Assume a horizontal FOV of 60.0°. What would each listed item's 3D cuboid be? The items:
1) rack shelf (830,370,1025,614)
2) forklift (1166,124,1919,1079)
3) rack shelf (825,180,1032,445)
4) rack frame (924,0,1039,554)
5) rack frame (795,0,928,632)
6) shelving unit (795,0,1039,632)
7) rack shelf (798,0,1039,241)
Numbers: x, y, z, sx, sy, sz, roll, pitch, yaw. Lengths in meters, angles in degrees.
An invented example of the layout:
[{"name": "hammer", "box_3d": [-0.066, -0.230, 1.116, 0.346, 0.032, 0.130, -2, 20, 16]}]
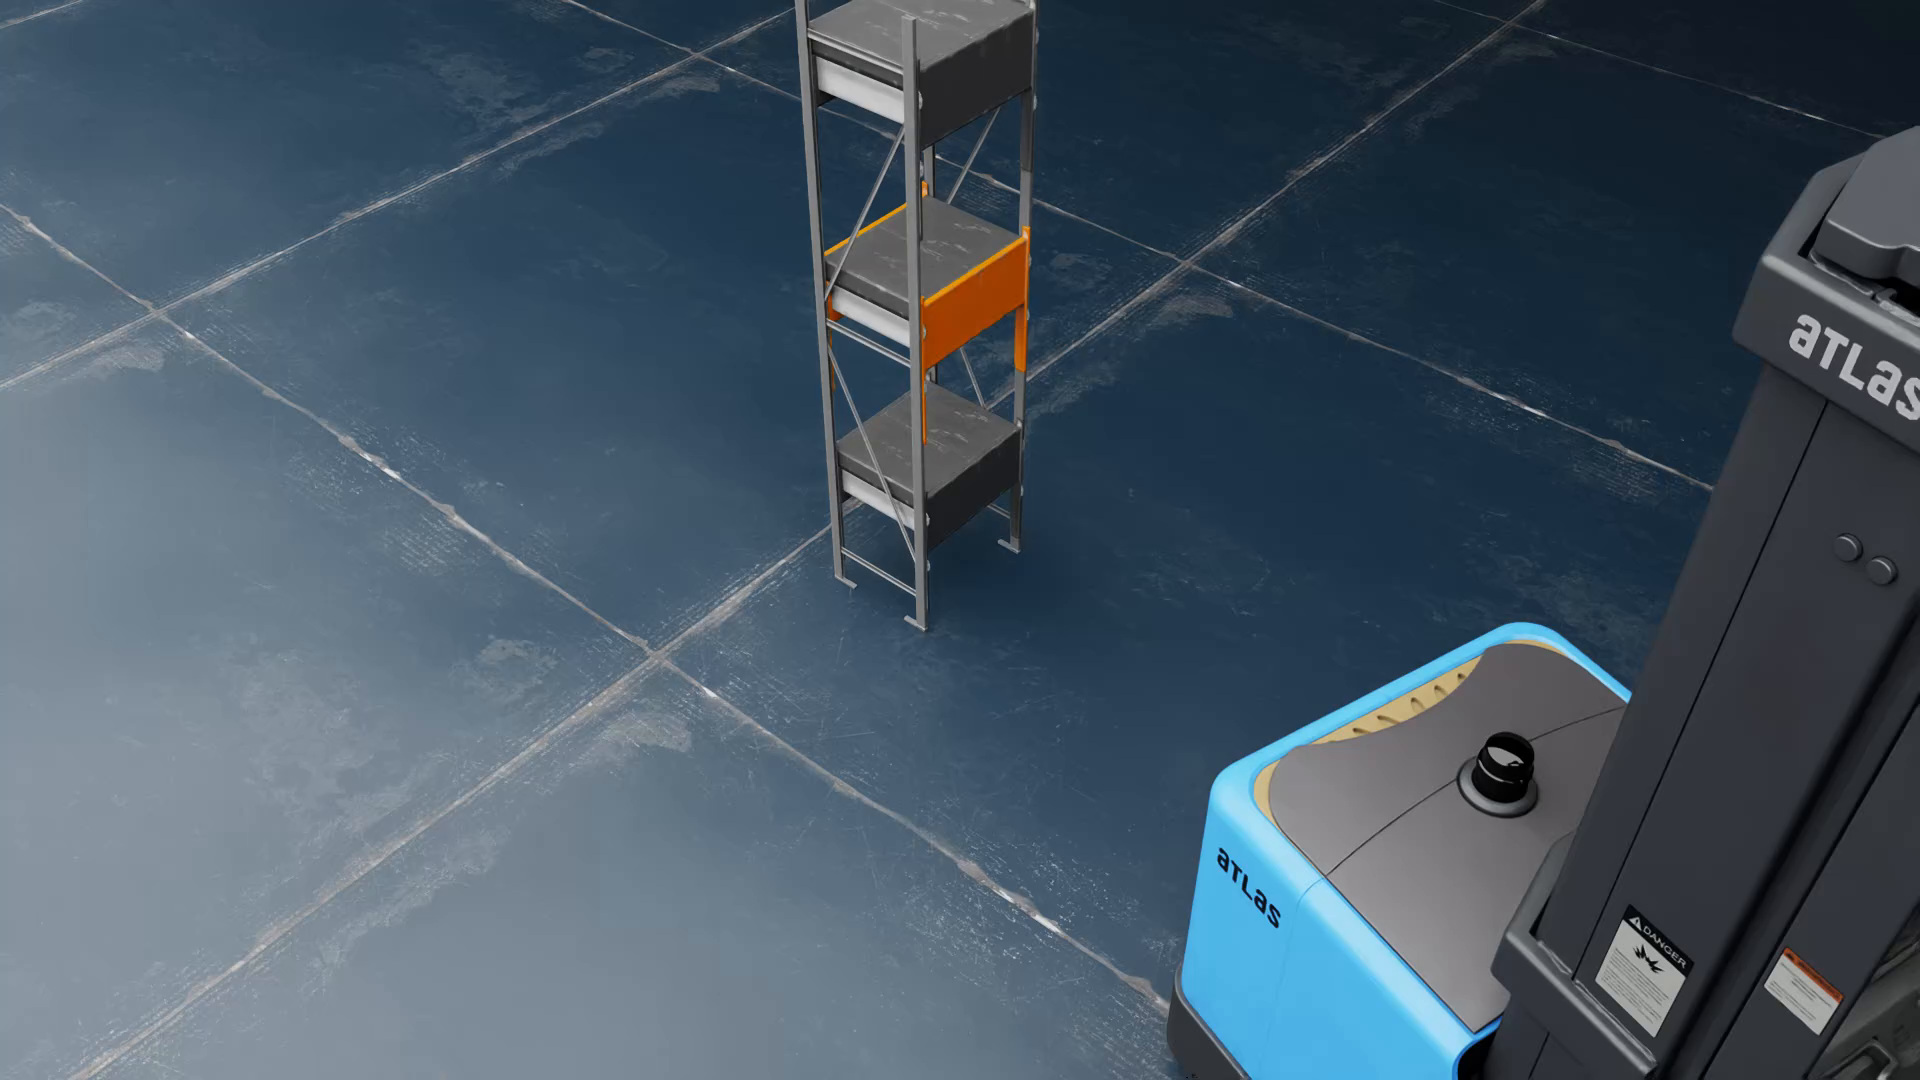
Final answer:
[{"name": "rack shelf", "box_3d": [-0.107, -0.164, 5.430, 0.431, 0.518, 0.480, 29, 50, 28]}, {"name": "forklift", "box_3d": [1.727, 0.897, 2.585, 1.130, 2.935, 3.031, -22, 47, -23]}, {"name": "rack shelf", "box_3d": [-0.107, -0.682, 4.959, 0.431, 0.518, 0.480, 29, 50, 28]}, {"name": "rack frame", "box_3d": [0.050, -0.817, 5.088, 0.400, 2.100, 0.015, 29, 50, 28]}, {"name": "rack frame", "box_3d": [-0.264, -0.566, 4.812, 0.400, 2.100, 0.015, 29, 50, 28]}, {"name": "shelving unit", "box_3d": [-0.107, -0.692, 4.950, 0.431, 2.100, 0.503, 29, 50, 28]}, {"name": "rack shelf", "box_3d": [-0.107, -1.199, 4.488, 0.431, 0.518, 0.480, 29, 50, 28]}]
